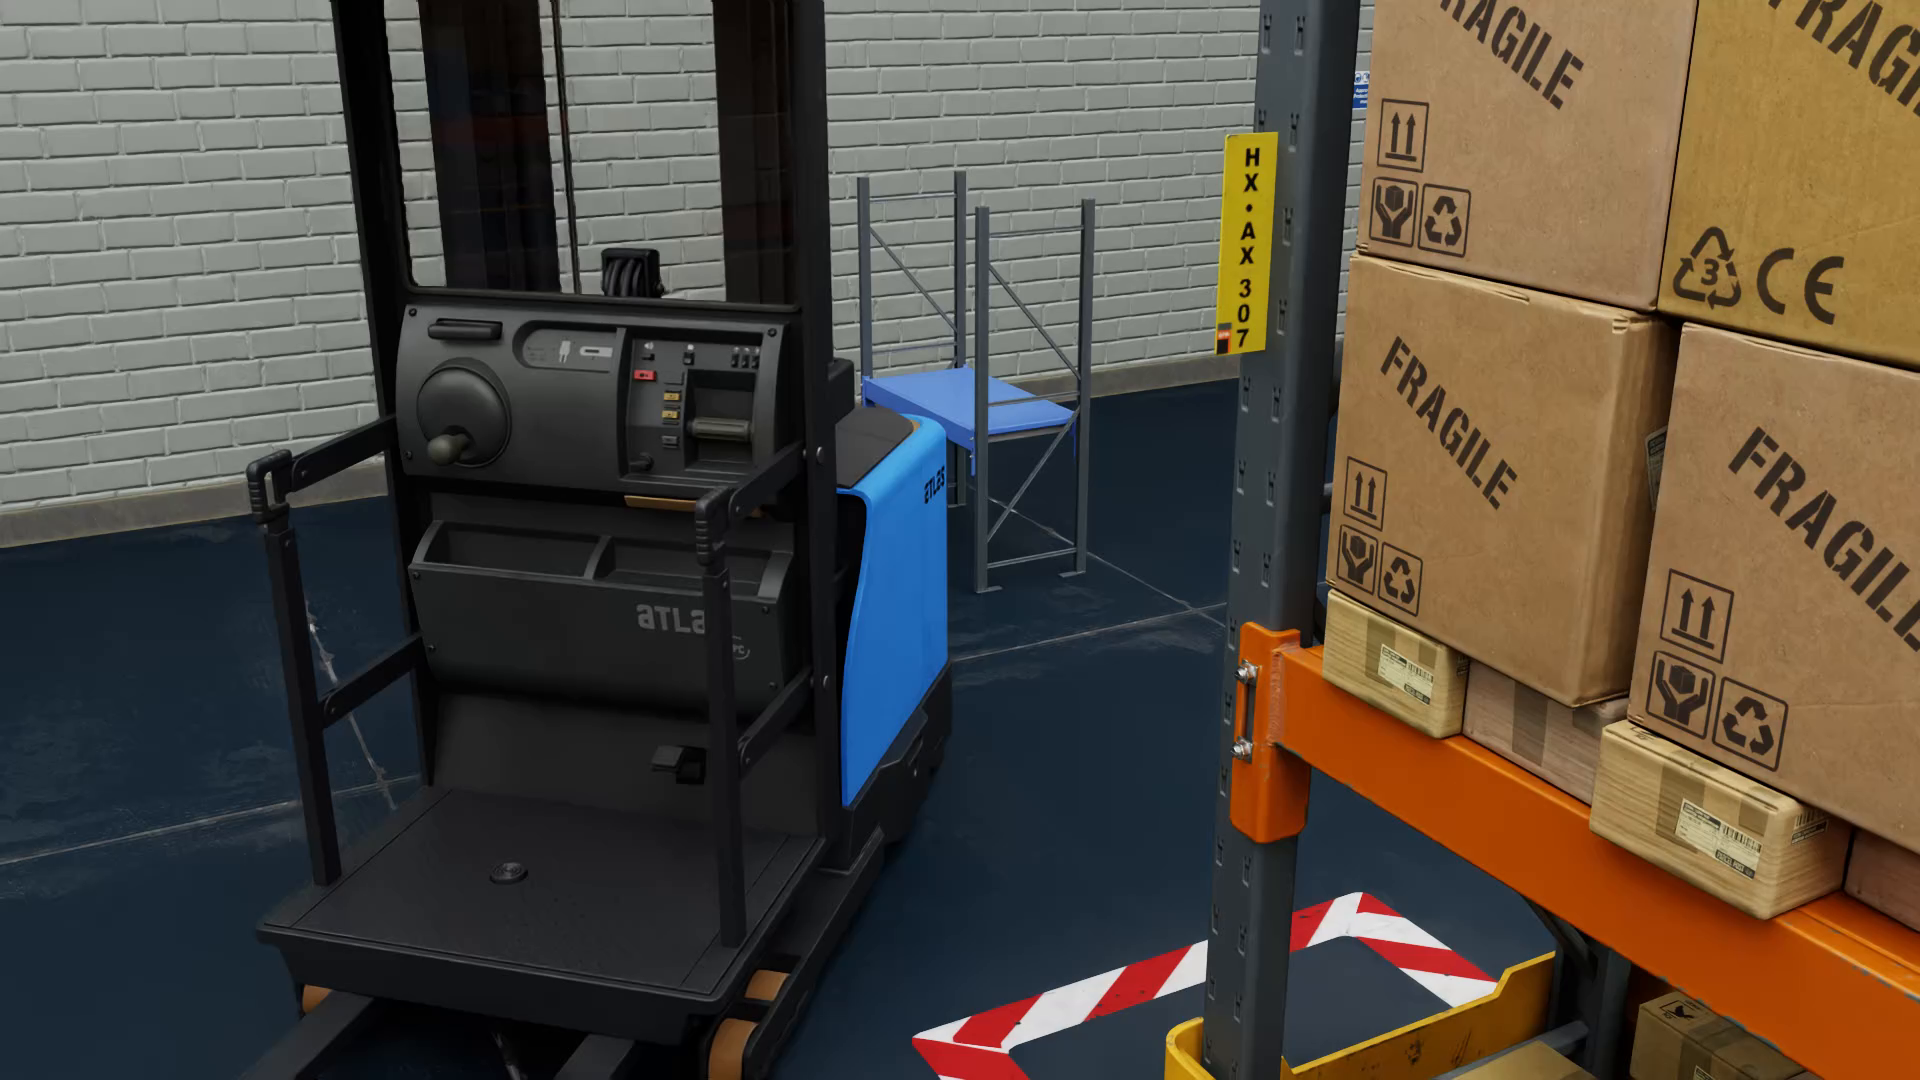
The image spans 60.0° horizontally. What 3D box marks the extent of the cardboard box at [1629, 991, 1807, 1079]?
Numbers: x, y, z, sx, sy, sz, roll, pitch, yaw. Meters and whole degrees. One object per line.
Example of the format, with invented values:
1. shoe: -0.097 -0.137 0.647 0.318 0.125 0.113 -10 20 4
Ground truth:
1. cardboard box: 1.381 0.866 2.838 0.380 0.149 0.250 -10 21 -26

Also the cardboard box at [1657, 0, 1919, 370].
1. cardboard box: 1.131 -0.461 1.727 0.500 0.500 0.500 -9 21 -25

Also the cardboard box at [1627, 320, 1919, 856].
1. cardboard box: 1.153 0.019 1.869 0.500 0.500 0.500 -10 21 -27

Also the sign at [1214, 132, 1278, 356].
1. sign: 0.429 -0.440 2.480 0.100 0.325 0.005 -10 21 -27

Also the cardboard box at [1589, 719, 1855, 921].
1. cardboard box: 1.010 0.300 2.048 0.380 0.149 0.250 -11 22 -28

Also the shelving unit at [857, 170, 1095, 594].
1. shelving unit: 0.041 -0.684 6.816 0.538 1.500 1.048 -10 21 -27

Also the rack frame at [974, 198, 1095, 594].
1. rack frame: 0.282 -0.539 6.393 0.500 1.500 0.032 -10 21 -27

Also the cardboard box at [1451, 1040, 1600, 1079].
1. cardboard box: 0.856 0.956 2.576 0.380 0.149 0.250 -11 22 -29

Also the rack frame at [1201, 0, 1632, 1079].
1. rack frame: 0.904 -0.114 2.863 0.949 2.616 0.053 -10 21 -27

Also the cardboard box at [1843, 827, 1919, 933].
1. cardboard box: 1.254 0.353 1.894 0.380 0.149 0.250 -9 21 -24

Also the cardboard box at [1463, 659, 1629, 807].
1. cardboard box: 0.929 0.215 2.296 0.380 0.149 0.250 -9 21 -25

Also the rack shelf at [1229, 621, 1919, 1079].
1. rack shelf: 1.856 0.800 1.318 1.077 0.370 4.000 -10 21 -27

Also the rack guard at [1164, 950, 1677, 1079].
1. rack guard: 0.943 1.089 3.209 1.175 0.500 0.348 -10 21 -27

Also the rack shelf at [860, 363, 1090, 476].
1. rack shelf: 0.041 -0.514 6.874 0.538 0.185 1.000 -10 21 -27

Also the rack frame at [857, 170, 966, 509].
1. rack frame: -0.201 -0.830 7.239 0.500 1.500 0.032 -10 21 -27

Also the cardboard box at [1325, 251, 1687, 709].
1. cardboard box: 0.877 -0.131 2.303 0.500 0.500 0.500 -9 21 -24

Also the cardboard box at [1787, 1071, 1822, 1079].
1. cardboard box: 1.450 0.947 2.603 0.380 0.149 0.250 -10 21 -26

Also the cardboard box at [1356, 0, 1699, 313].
1. cardboard box: 0.886 -0.605 2.144 0.500 0.500 0.500 -10 21 -27

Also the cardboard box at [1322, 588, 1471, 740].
1. cardboard box: 0.772 0.148 2.489 0.380 0.149 0.250 -10 21 -27

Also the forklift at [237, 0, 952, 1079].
1. forklift: -0.893 -0.314 3.547 1.130 2.935 3.031 5 20 14

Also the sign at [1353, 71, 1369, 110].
1. sign: 2.445 -2.663 9.837 0.327 0.218 0.001 -10 21 -27
